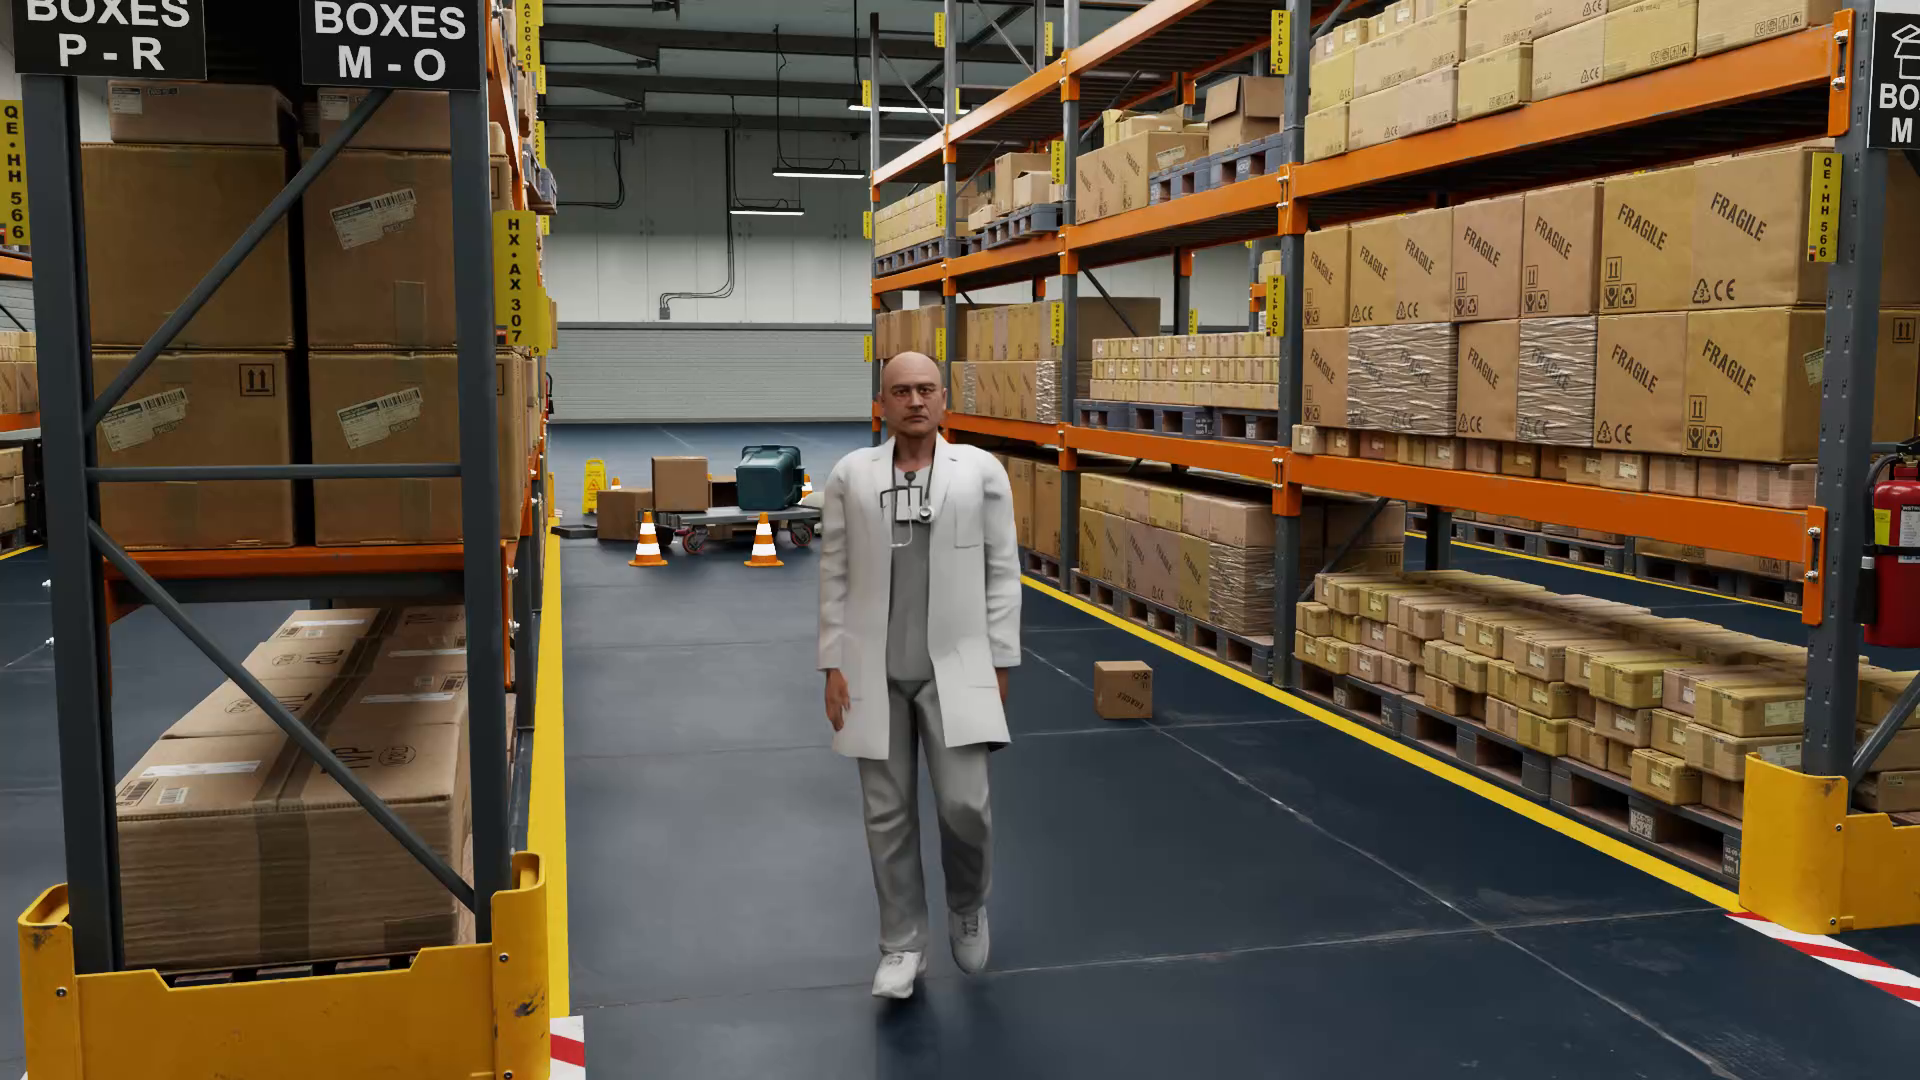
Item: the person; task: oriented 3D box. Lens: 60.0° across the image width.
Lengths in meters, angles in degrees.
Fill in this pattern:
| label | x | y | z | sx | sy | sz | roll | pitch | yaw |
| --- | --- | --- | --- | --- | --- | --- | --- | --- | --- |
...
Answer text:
| label | x | y | z | sx | sy | sz | roll | pitch | yaw |
| --- | --- | --- | --- | --- | --- | --- | --- | --- | --- |
| person | -0.119 | 0.371 | 4.635 | 0.568 | 1.782 | 0.542 | 1 | 6 | 7 |
